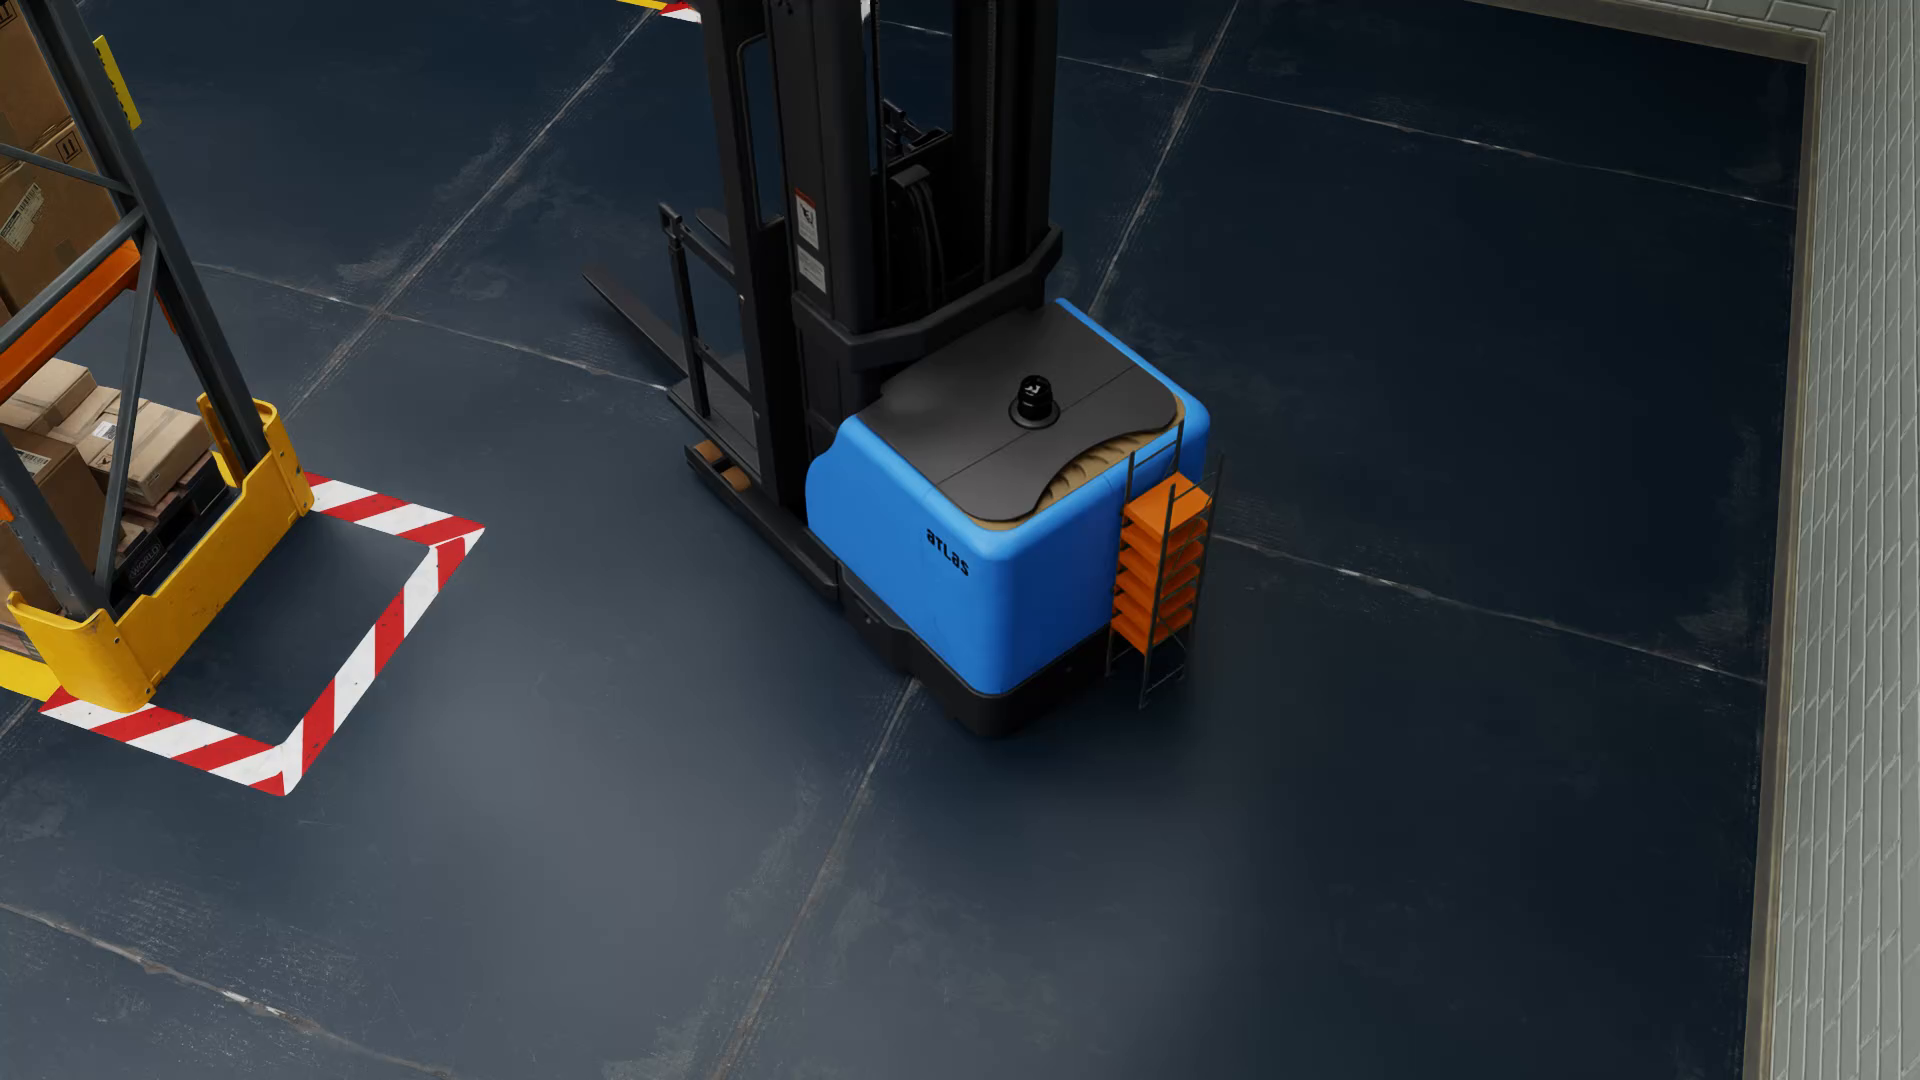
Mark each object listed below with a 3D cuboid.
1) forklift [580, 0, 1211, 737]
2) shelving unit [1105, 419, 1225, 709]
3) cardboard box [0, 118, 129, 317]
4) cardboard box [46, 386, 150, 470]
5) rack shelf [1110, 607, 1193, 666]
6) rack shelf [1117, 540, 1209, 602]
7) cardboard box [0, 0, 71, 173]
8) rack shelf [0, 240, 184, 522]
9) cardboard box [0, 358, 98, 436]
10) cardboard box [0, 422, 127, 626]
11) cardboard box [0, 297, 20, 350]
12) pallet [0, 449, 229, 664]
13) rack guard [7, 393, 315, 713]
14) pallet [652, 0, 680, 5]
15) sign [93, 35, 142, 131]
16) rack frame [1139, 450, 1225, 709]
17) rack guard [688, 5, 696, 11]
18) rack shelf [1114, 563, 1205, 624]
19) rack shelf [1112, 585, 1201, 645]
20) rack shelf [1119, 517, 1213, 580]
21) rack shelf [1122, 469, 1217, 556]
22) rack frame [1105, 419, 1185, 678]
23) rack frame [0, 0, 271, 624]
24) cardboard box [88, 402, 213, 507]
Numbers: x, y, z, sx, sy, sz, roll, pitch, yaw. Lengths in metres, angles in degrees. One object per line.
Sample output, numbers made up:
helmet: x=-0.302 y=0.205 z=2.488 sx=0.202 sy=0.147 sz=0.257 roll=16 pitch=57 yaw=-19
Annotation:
forklift: x=-0.465 y=-1.311 z=5.814 sx=1.130 sy=2.935 sz=3.031 roll=-32 pitch=56 yaw=-25
shelving unit: x=0.689 y=0.115 z=5.723 sx=0.258 sy=1.200 sz=0.189 roll=-32 pitch=56 yaw=-25
cardboard box: x=-3.219 y=-1.111 z=5.528 sx=0.500 sy=0.500 sz=0.500 roll=17 pitch=51 yaw=14
cardboard box: x=-3.402 y=-0.410 z=6.570 sx=0.250 sy=0.166 sz=0.380 roll=16 pitch=51 yaw=13
rack shelf: x=0.689 y=0.301 z=5.938 sx=0.258 sy=0.103 sz=0.180 roll=-32 pitch=56 yaw=-25
rack shelf: x=0.689 y=0.065 z=5.666 sx=0.258 sy=0.103 sz=0.180 roll=-32 pitch=56 yaw=-25
cardboard box: x=-3.219 y=-1.438 z=5.150 sx=0.500 sy=0.500 sz=0.500 roll=17 pitch=51 yaw=14
rack shelf: x=-4.770 y=-1.063 z=6.029 sx=4.000 sy=0.370 sz=1.077 roll=16 pitch=51 yaw=13
cardboard box: x=-3.775 y=-0.493 z=6.587 sx=0.500 sy=0.250 sz=0.500 roll=16 pitch=51 yaw=13
cardboard box: x=-3.490 y=-0.068 z=6.054 sx=0.500 sy=0.500 sz=0.500 roll=16 pitch=51 yaw=13
cardboard box: x=-3.409 y=-0.732 z=5.200 sx=0.500 sy=0.500 sz=0.500 roll=17 pitch=51 yaw=14
pallet: x=-3.714 y=-0.089 z=6.555 sx=1.213 sy=0.211 sz=1.003 roll=16 pitch=51 yaw=13
rack guard: x=-2.966 y=0.024 z=6.265 sx=0.348 sy=0.500 sz=1.175 roll=16 pitch=51 yaw=13
pallet: x=-1.958 y=-3.528 z=9.535 sx=1.213 sy=0.211 sz=1.003 roll=16 pitch=51 yaw=13
sign: x=-2.706 y=-1.443 z=5.309 sx=0.005 sy=0.325 sz=0.100 roll=16 pitch=51 yaw=13
rack frame: x=0.748 y=0.168 z=5.677 sx=0.240 sy=1.200 sz=0.006 roll=-32 pitch=56 yaw=-25
rack guard: x=-1.159 y=-3.462 z=9.286 sx=0.348 sy=0.500 sz=1.175 roll=16 pitch=51 yaw=13
rack shelf: x=0.689 y=0.144 z=5.757 sx=0.258 sy=0.103 sz=0.180 roll=-32 pitch=56 yaw=-25
rack shelf: x=0.689 y=0.222 z=5.847 sx=0.258 sy=0.103 sz=0.180 roll=-32 pitch=56 yaw=-25
rack shelf: x=0.689 y=-0.013 z=5.575 sx=0.258 sy=0.103 sz=0.180 roll=-32 pitch=56 yaw=-25
rack shelf: x=0.689 y=-0.092 z=5.485 sx=0.258 sy=0.103 sz=0.180 roll=-32 pitch=56 yaw=-25
rack frame: x=0.631 y=0.062 z=5.769 sx=0.240 sy=1.200 sz=0.006 roll=-32 pitch=56 yaw=-25
rack frame: x=-2.894 y=-0.775 z=5.303 sx=0.127 sy=3.000 sz=1.000 roll=16 pitch=51 yaw=13
cardboard box: x=-3.168 y=-0.338 z=6.520 sx=0.250 sy=0.149 sz=0.380 roll=16 pitch=51 yaw=13
